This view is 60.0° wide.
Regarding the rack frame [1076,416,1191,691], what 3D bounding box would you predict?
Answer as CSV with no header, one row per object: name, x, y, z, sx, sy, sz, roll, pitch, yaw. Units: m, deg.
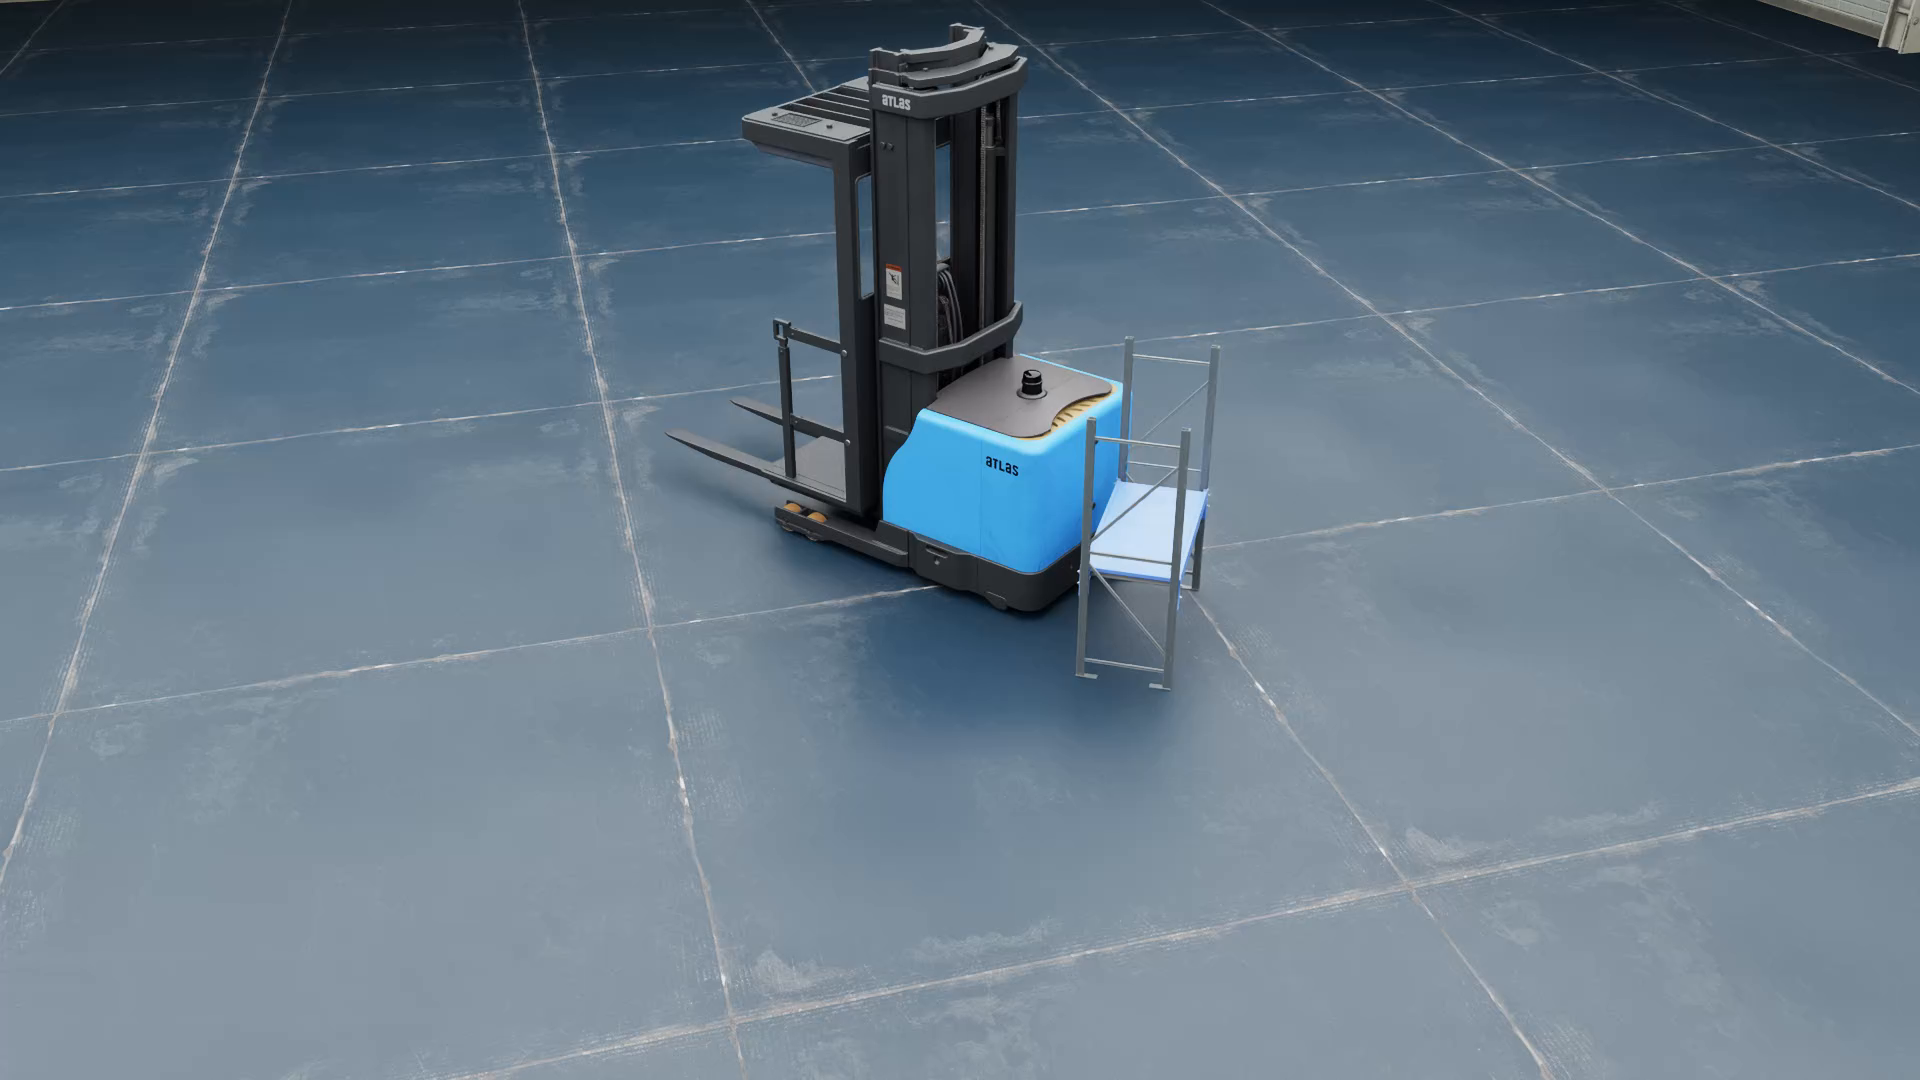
rack frame,0.853,0.094,8.322,0.500,1.500,0.032,8,31,13

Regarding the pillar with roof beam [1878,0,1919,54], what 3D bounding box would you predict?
pillar with roof beam,7.361,-9.338,17.131,9.100,9.000,0.400,-8,31,-13

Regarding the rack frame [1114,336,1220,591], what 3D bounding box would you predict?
rack frame,1.123,-0.397,9.170,0.500,1.500,0.032,8,31,13

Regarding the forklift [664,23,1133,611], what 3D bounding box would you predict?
forklift,-0.499,-1.455,9.569,3.031,2.935,1.130,20,36,31

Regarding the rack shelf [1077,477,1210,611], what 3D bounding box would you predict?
rack shelf,0.988,0.004,8.836,0.538,0.185,1.000,8,31,13

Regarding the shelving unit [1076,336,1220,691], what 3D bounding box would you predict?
shelving unit,0.988,-0.152,8.746,0.538,1.500,1.048,8,31,13
